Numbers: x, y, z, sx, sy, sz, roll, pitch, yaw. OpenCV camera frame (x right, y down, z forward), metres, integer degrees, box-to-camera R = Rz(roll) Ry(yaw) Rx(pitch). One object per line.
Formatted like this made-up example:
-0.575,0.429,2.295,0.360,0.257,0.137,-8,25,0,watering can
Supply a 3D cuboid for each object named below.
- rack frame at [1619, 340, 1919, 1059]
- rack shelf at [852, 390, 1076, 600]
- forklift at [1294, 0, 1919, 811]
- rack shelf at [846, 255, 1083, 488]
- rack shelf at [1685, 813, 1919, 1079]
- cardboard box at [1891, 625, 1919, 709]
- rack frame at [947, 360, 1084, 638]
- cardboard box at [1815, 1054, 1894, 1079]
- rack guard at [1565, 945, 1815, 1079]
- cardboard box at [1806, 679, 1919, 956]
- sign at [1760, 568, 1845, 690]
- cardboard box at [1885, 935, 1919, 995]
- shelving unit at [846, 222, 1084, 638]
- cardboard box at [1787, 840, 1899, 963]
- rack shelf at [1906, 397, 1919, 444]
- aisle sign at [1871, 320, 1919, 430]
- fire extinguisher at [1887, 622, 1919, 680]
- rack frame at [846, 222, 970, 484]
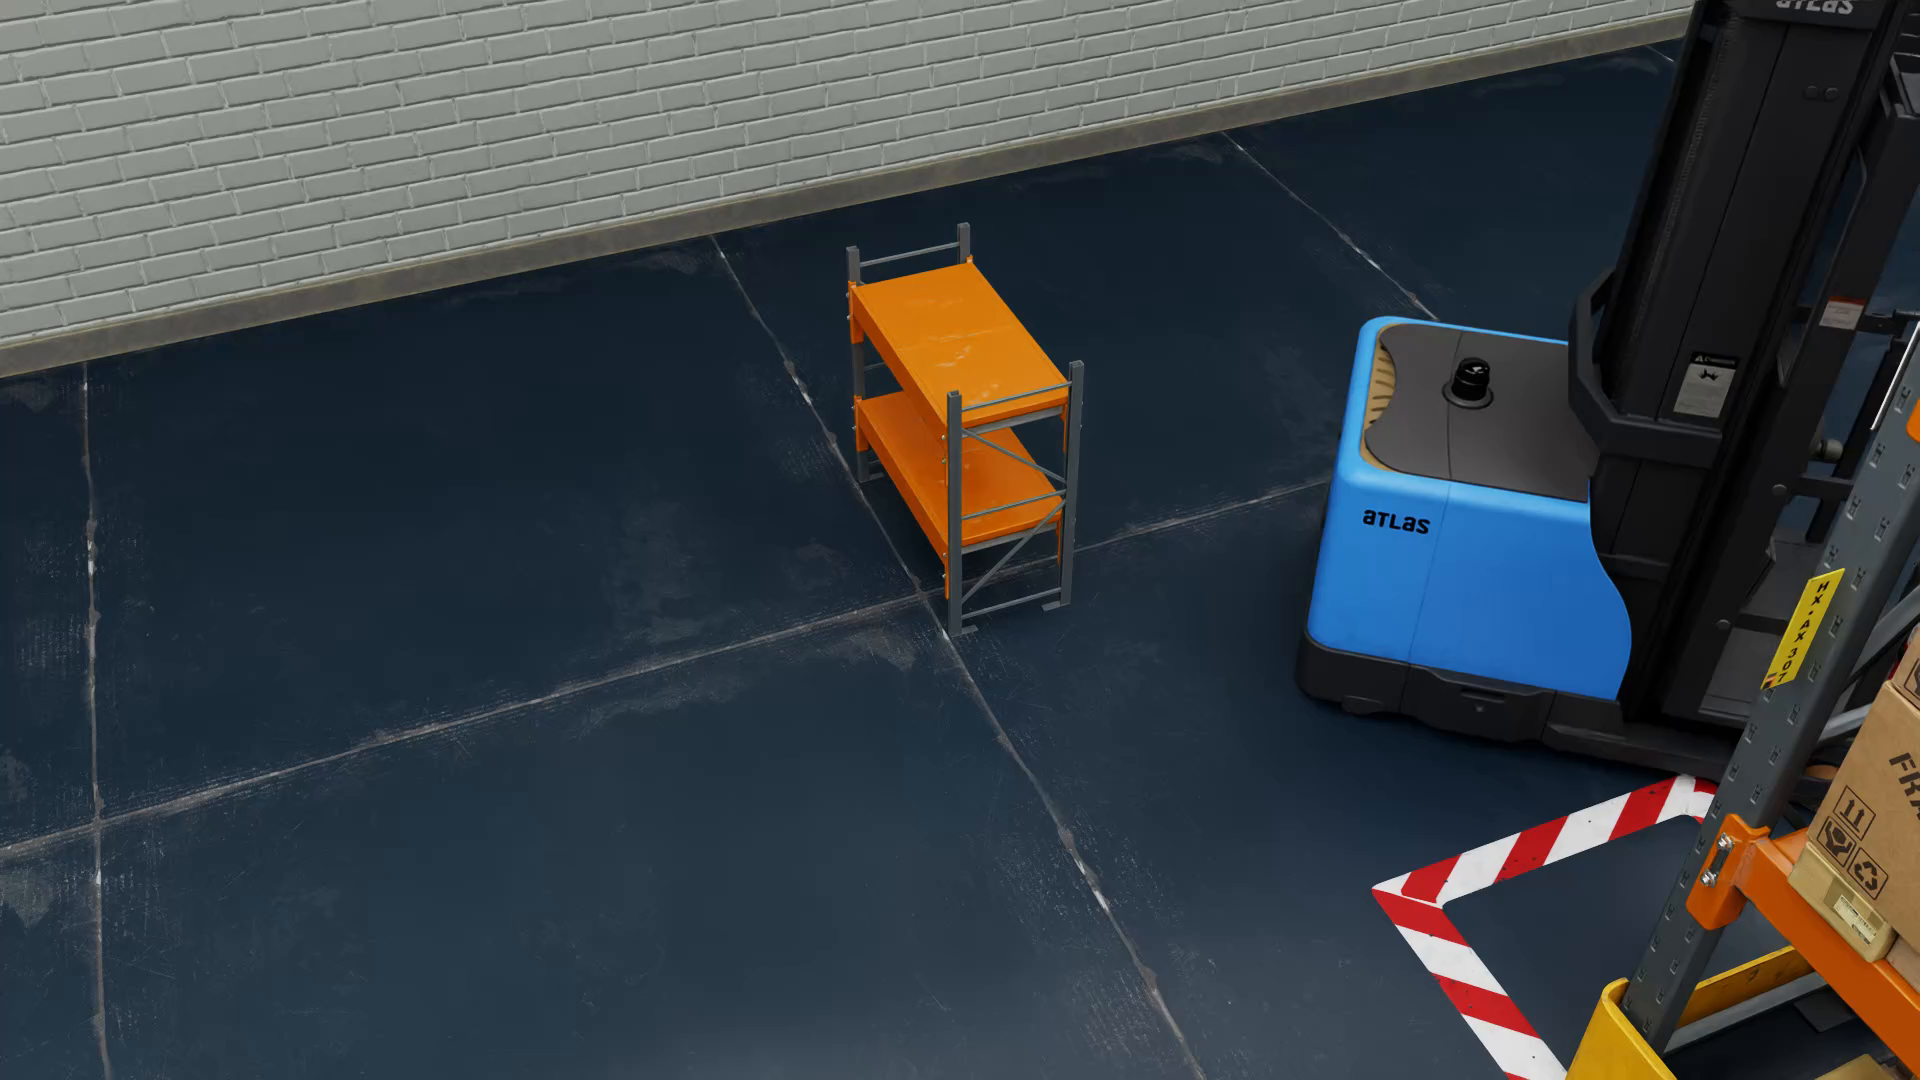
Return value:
2.305,0.387,4.000,1.000,3.000,0.127,-15,43,-17,rack frame
-0.003,-0.245,6.547,0.538,0.278,1.000,-15,43,-17,rack shelf
2.794,-0.572,5.167,3.031,2.935,1.130,10,42,12,forklift
-0.003,-0.652,6.197,0.538,0.278,1.000,-15,43,-17,rack shelf
3.070,1.864,2.833,1.077,0.370,4.000,-15,43,-17,rack shelf
2.232,0.194,3.153,0.500,0.500,0.500,-15,43,-17,cardboard box
0.192,-0.124,6.032,0.500,1.125,0.032,-15,43,-17,rack frame
2.192,1.483,4.133,0.380,0.149,0.250,-17,44,-19,cardboard box
2.334,1.380,4.761,1.175,0.500,0.348,-15,43,-17,rack guard
2.222,0.575,3.475,0.500,0.500,0.500,-13,42,-15,cardboard box
1.804,0.194,3.560,0.100,0.325,0.005,-15,43,-17,sign
2.262,0.902,3.593,0.380,0.149,0.250,-14,43,-15,cardboard box
-0.003,-0.431,6.388,0.538,1.125,1.048,-15,43,-17,shelving unit
2.126,0.759,3.760,0.380,0.149,0.250,-15,43,-17,cardboard box
3.070,0.727,1.855,1.077,0.370,4.000,-15,43,-17,rack shelf
2.000,-0.568,3.116,0.394,0.787,0.004,-15,43,-17,aisle sign
2.635,0.291,4.457,0.296,0.674,0.183,-15,43,-17,fire extinguisher
-0.197,-0.737,6.744,0.500,1.125,0.032,-15,43,-17,rack frame
